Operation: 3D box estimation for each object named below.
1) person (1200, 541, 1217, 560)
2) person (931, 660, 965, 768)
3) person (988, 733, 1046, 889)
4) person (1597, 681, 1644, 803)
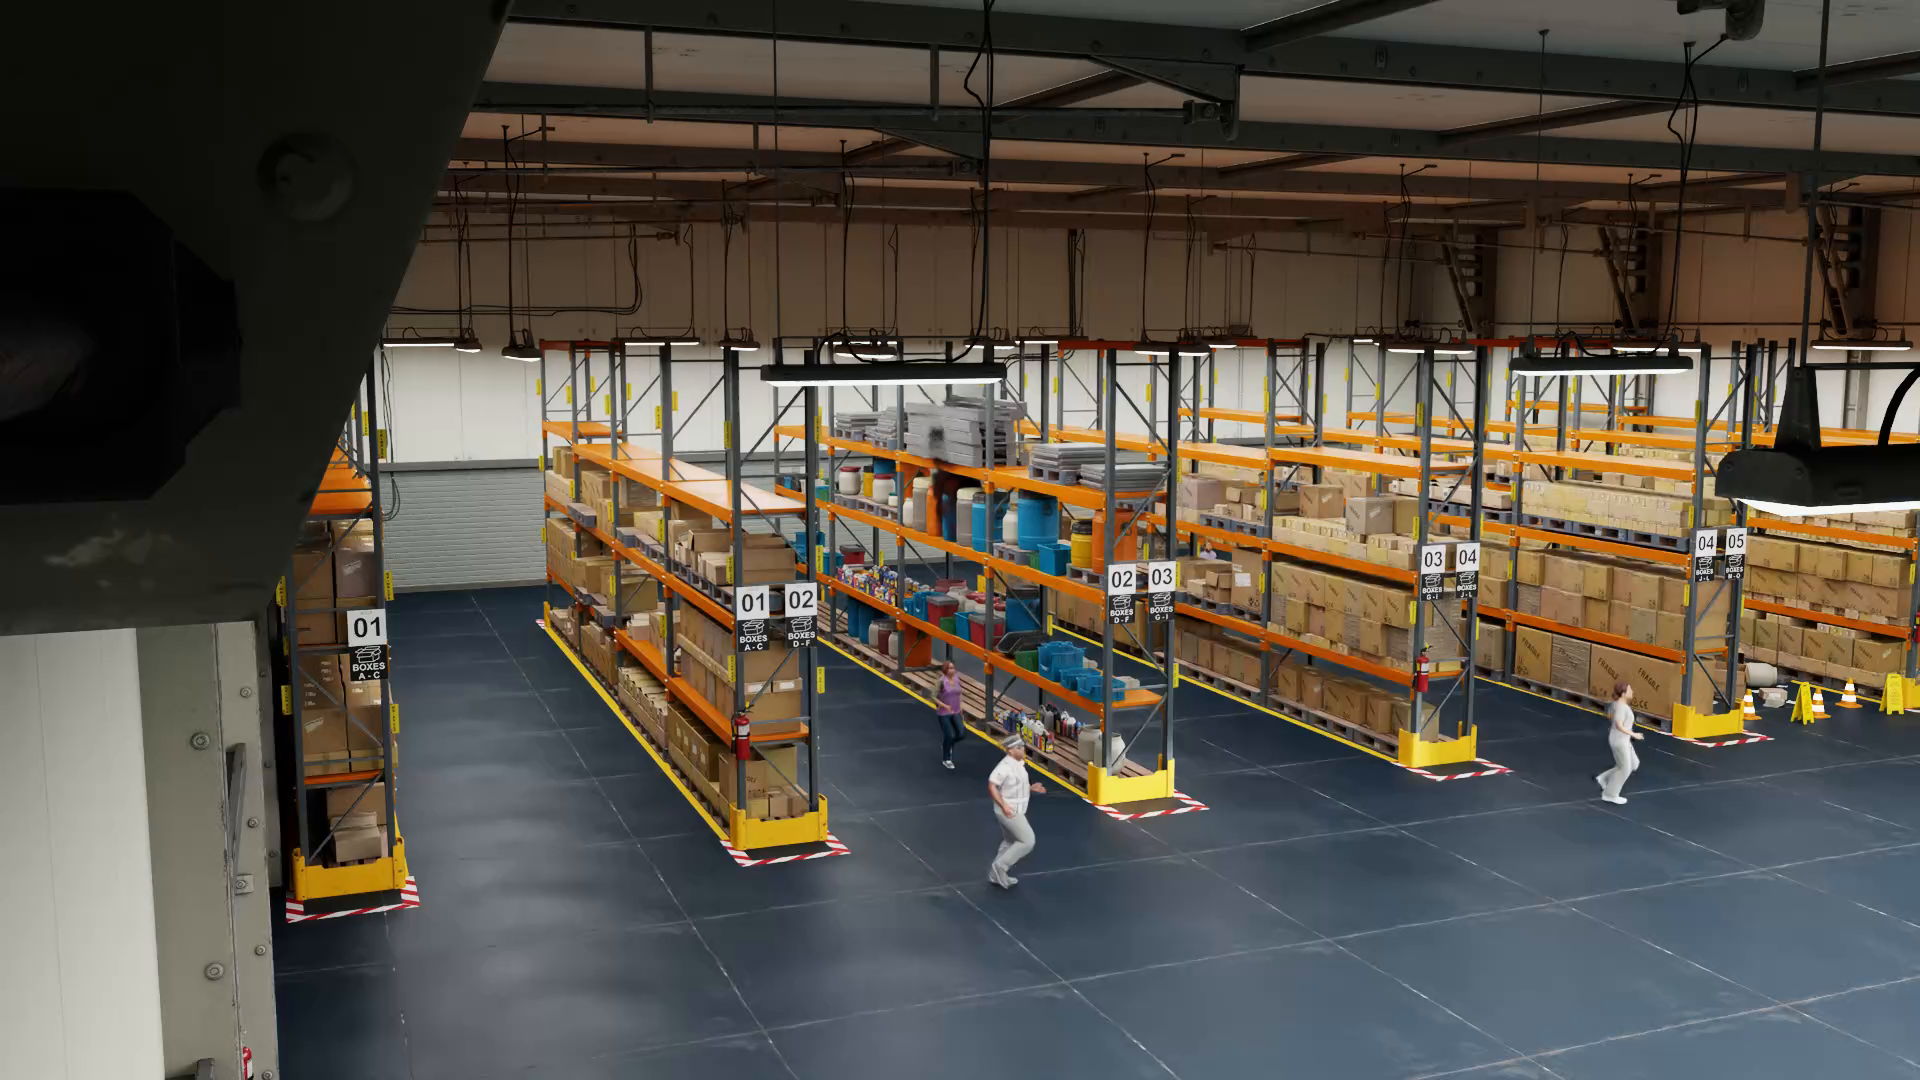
[{"bbox_3d":[5.444,0.817,36.352,0.601,1.608,0.541,-2,8,-18],"label":"person"},{"bbox_3d":[-0.160,2.484,23.719,0.543,1.567,0.530,-5,9,-31],"label":"person"},{"bbox_3d":[0.644,3.033,18.741,0.631,1.760,0.639,1,8,9],"label":"person"},{"bbox_3d":[8.732,2.672,21.967,0.553,1.635,0.583,3,8,20],"label":"person"}]
